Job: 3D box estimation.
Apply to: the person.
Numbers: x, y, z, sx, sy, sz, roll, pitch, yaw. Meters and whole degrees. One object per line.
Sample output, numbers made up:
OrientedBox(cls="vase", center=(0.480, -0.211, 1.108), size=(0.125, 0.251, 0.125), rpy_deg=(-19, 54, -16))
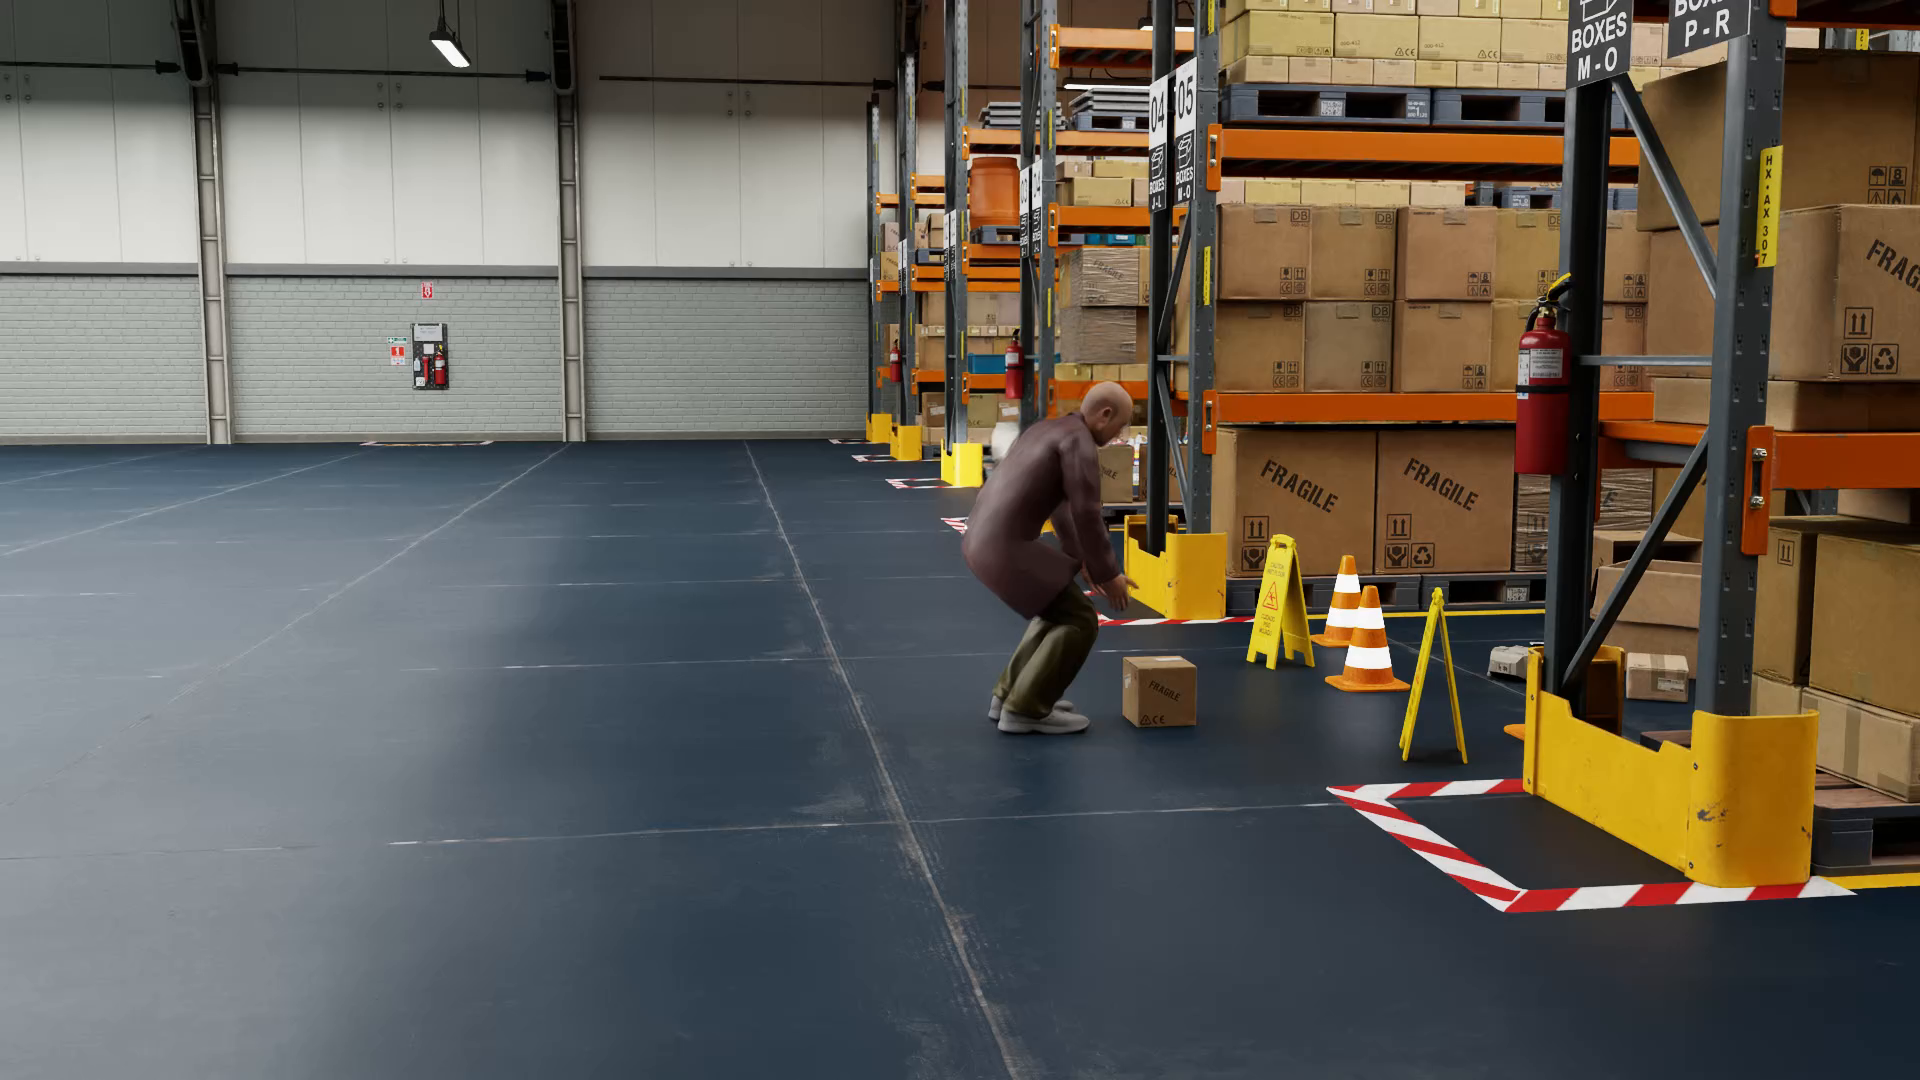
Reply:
OrientedBox(cls="person", center=(0.358, 0.059, 6.870), size=(0.719, 1.423, 0.631), rpy_deg=(-1, 6, -9))
